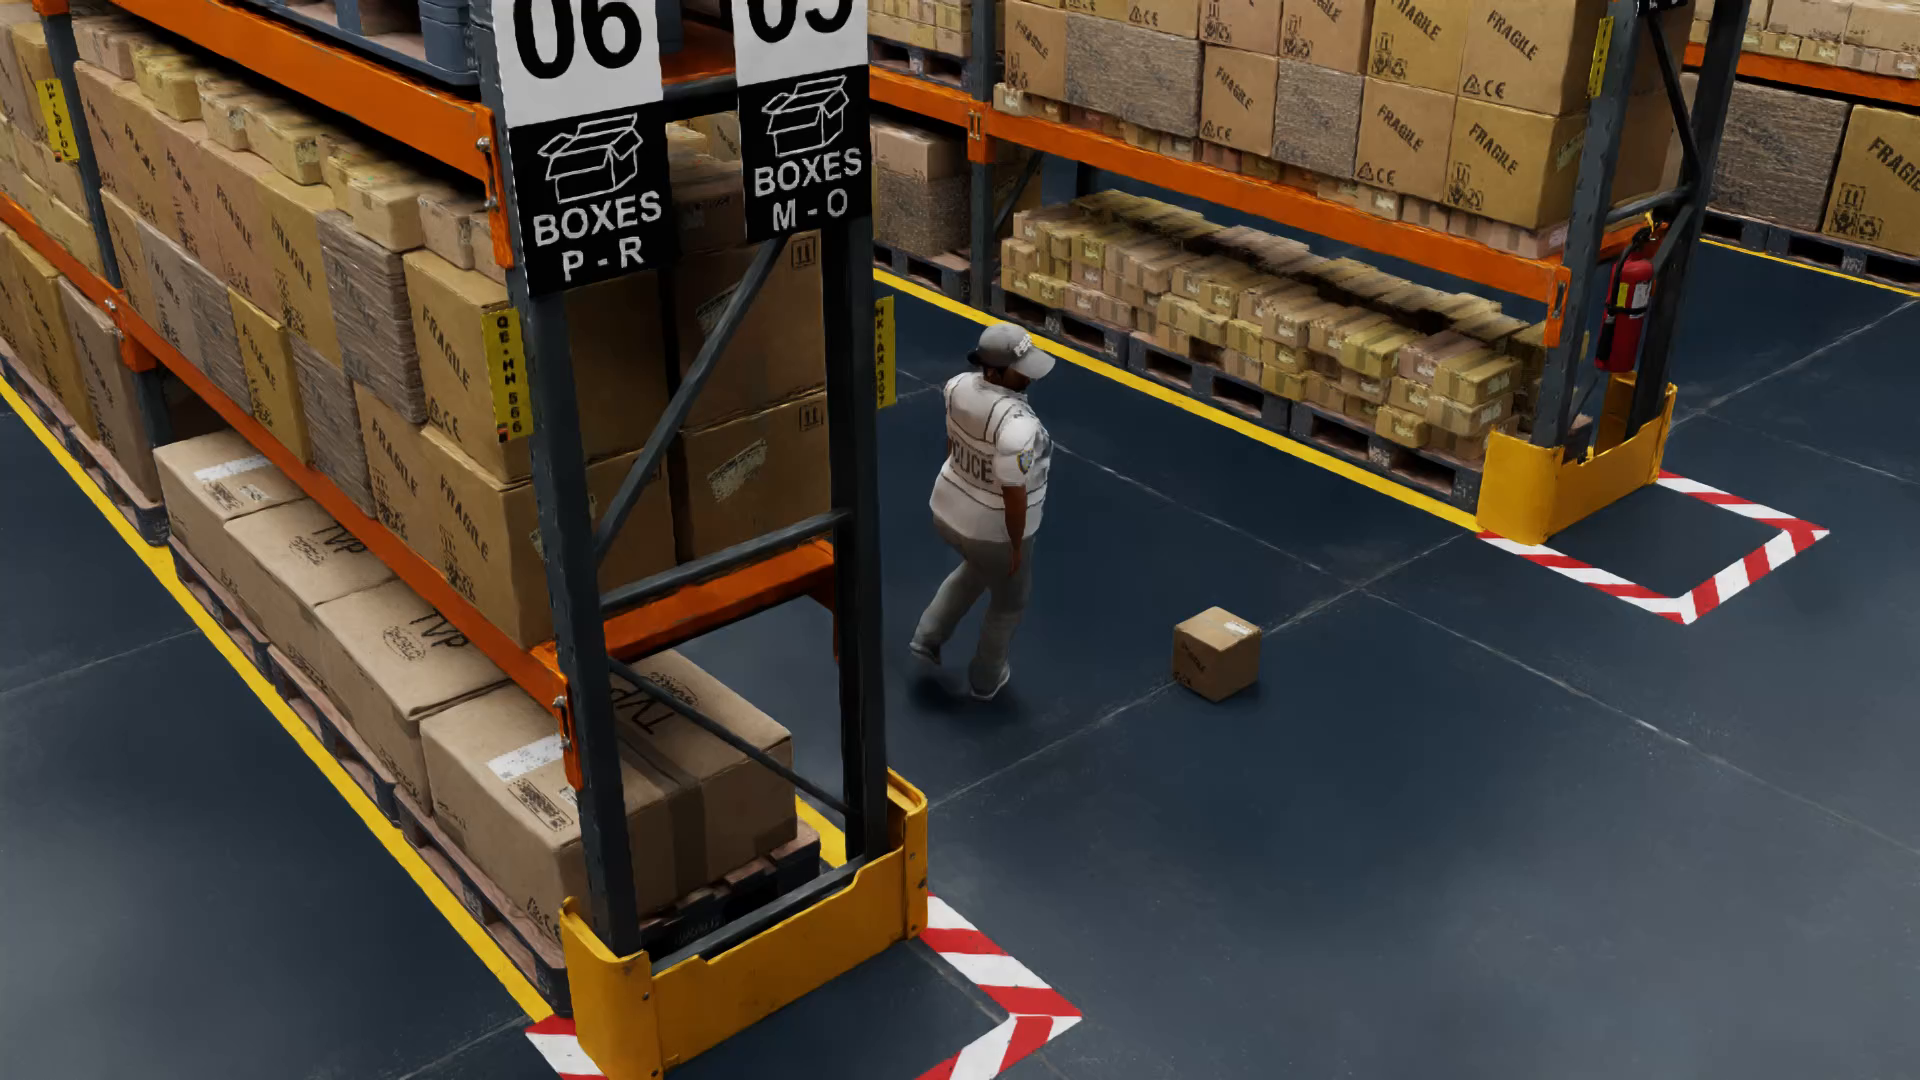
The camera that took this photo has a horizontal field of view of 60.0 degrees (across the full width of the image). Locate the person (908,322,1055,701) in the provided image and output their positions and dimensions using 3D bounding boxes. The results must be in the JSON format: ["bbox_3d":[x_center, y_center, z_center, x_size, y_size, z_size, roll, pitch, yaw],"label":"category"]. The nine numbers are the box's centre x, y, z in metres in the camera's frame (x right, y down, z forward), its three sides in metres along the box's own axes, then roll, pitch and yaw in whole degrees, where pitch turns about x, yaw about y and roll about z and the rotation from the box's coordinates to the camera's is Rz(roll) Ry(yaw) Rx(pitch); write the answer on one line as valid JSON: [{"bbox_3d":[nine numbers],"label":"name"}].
[{"bbox_3d":[0.098,-0.094,6.319,0.454,1.644,0.632,-22,35,-35],"label":"person"}]
